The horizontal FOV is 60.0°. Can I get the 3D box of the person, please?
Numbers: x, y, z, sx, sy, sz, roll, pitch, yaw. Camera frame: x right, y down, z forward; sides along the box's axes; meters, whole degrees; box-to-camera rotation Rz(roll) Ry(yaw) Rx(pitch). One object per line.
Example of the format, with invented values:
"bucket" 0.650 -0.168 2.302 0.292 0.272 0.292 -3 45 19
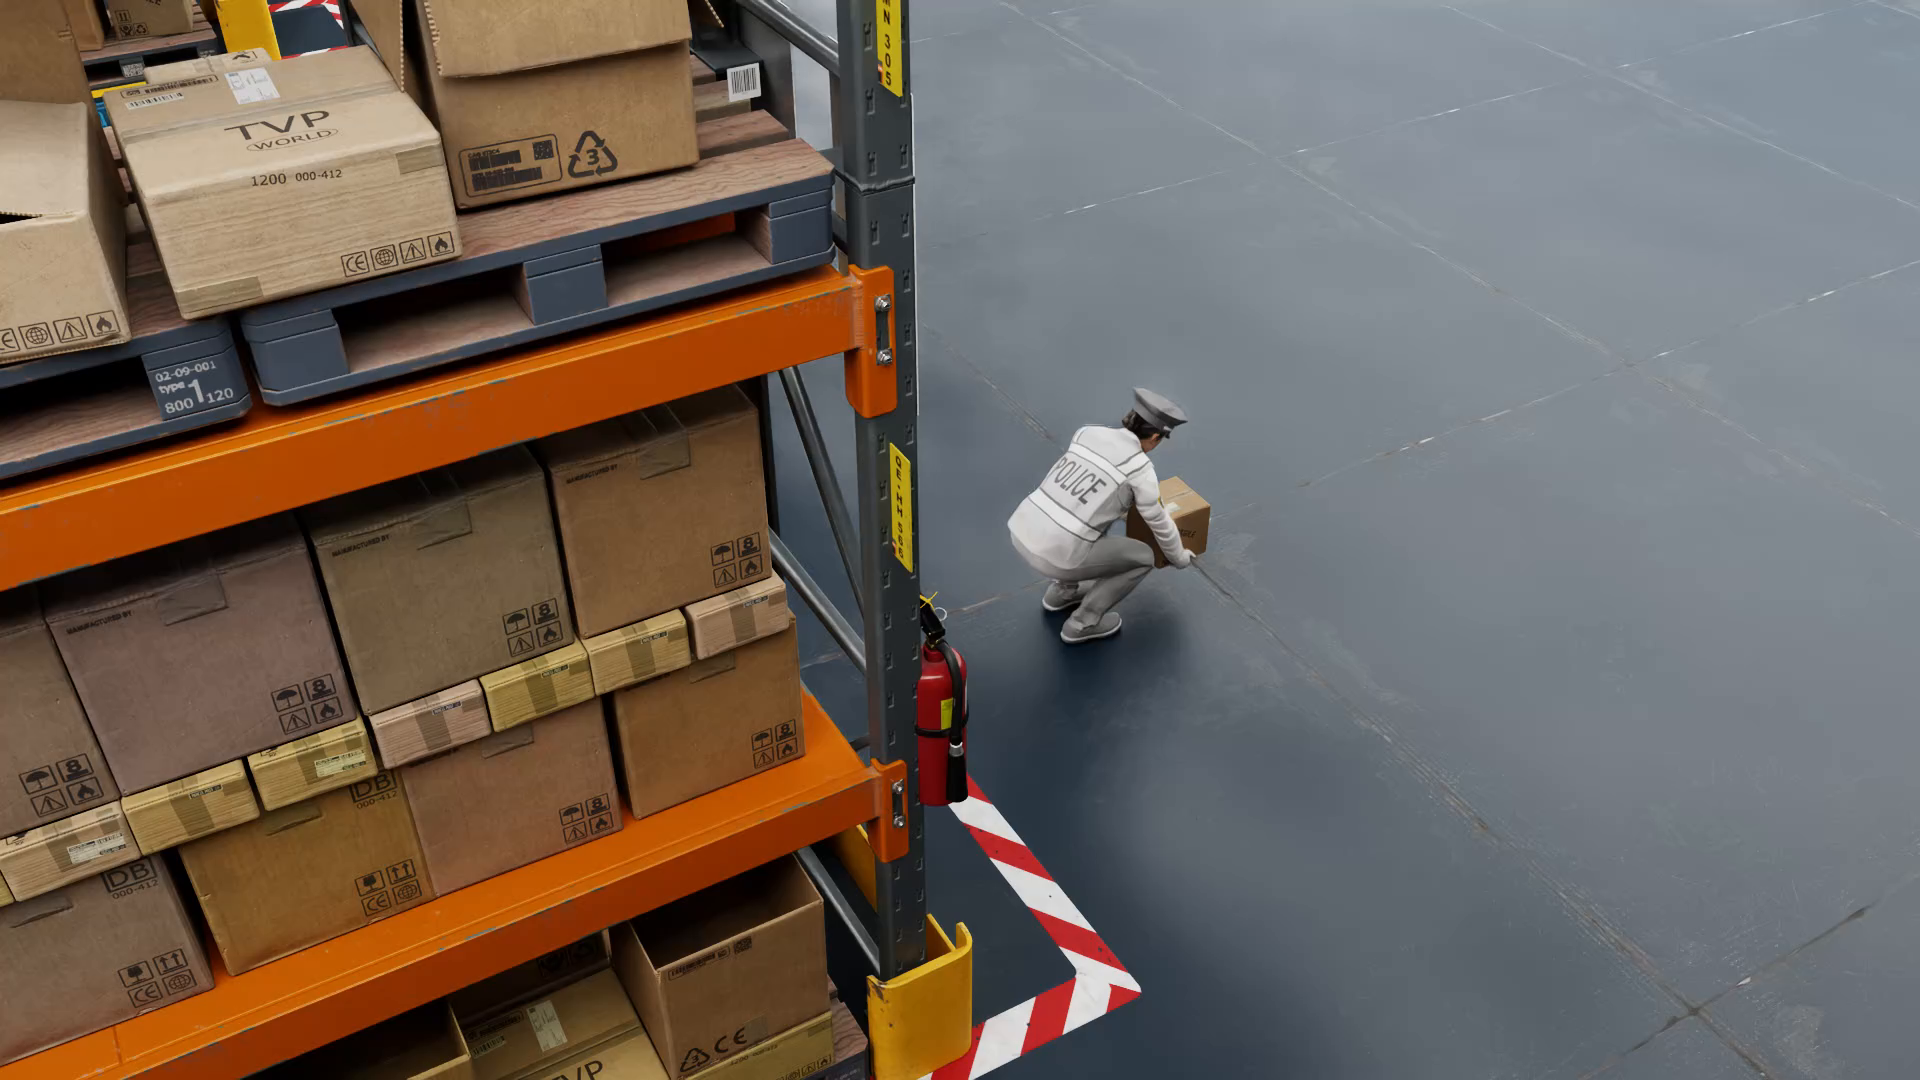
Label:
"person" 0.575 -0.108 6.864 0.815 0.984 0.493 -19 41 -24
